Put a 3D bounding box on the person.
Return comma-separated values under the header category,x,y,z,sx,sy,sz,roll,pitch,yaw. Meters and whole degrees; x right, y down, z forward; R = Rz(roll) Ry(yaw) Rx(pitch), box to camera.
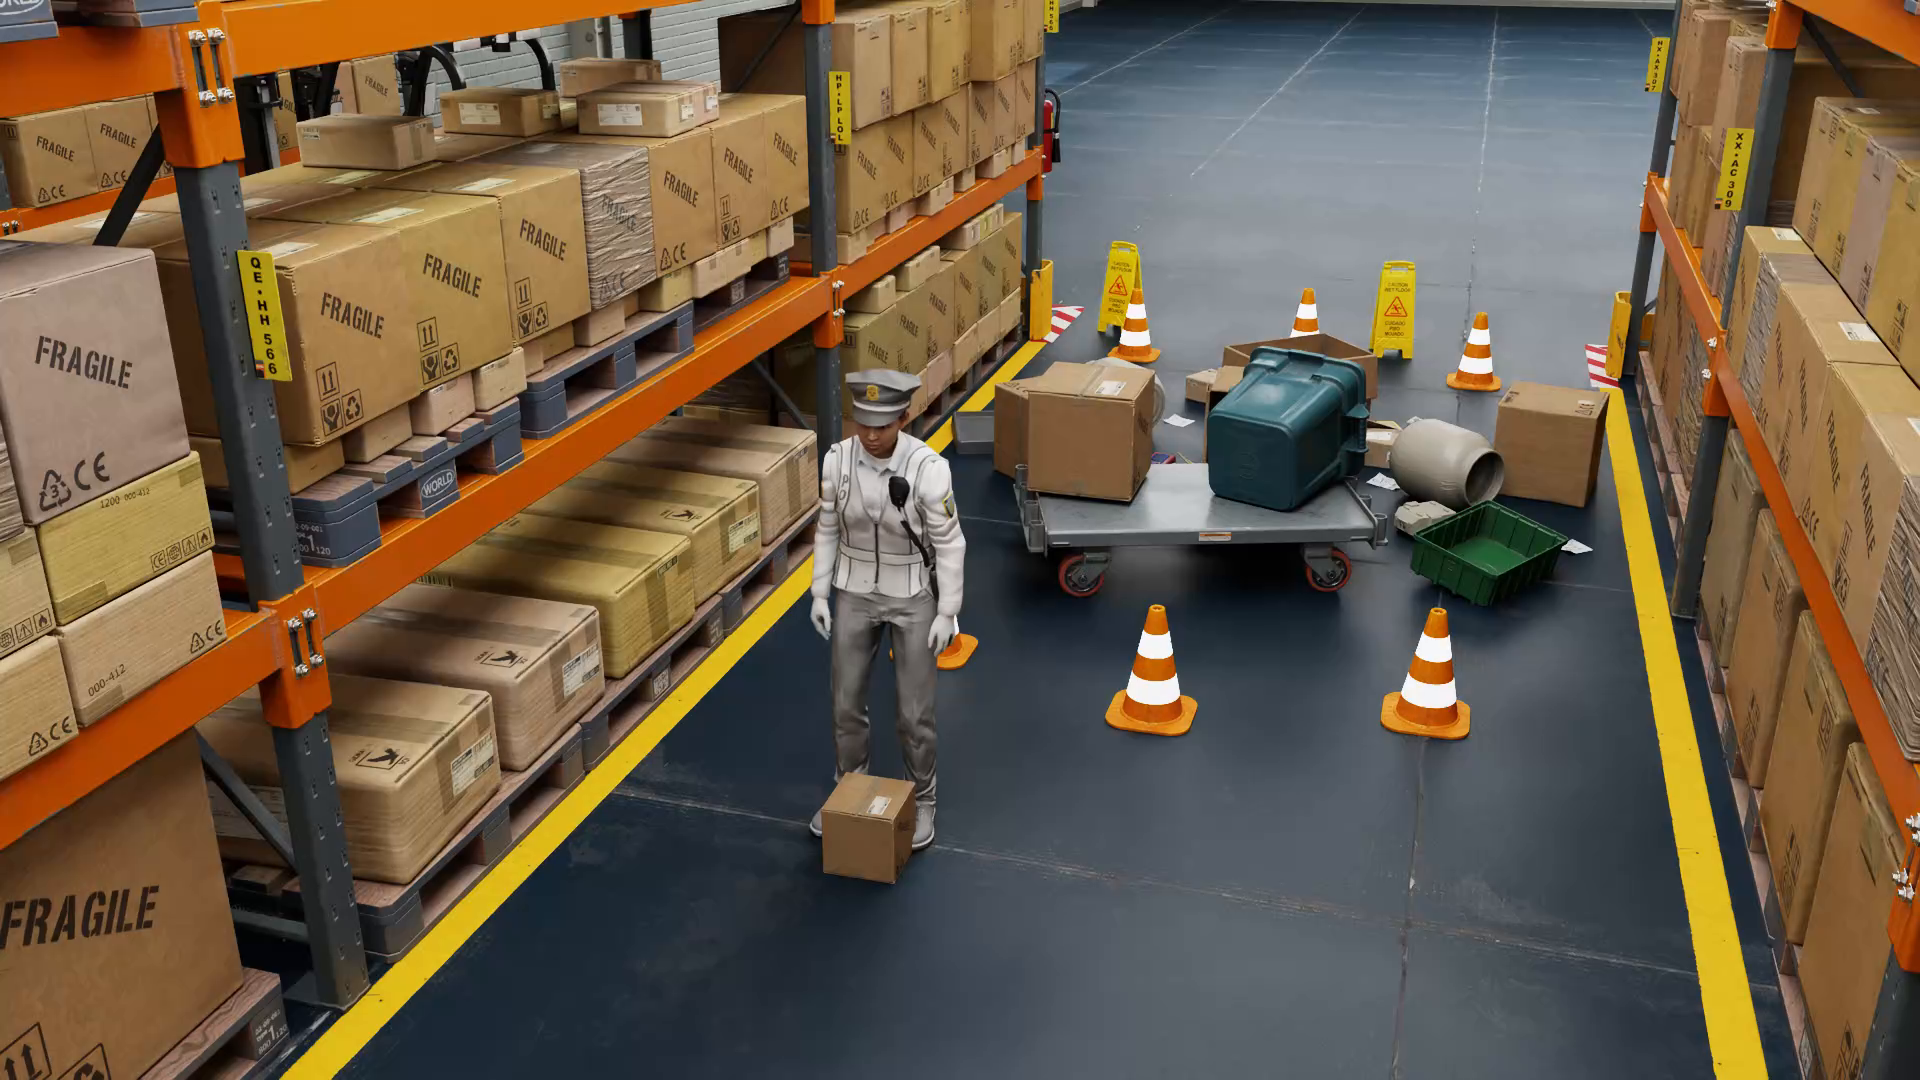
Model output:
category,x,y,z,sx,sy,sz,roll,pitch,yaw
person,-0.248,0.222,5.538,0.526,1.663,0.375,6,23,15
